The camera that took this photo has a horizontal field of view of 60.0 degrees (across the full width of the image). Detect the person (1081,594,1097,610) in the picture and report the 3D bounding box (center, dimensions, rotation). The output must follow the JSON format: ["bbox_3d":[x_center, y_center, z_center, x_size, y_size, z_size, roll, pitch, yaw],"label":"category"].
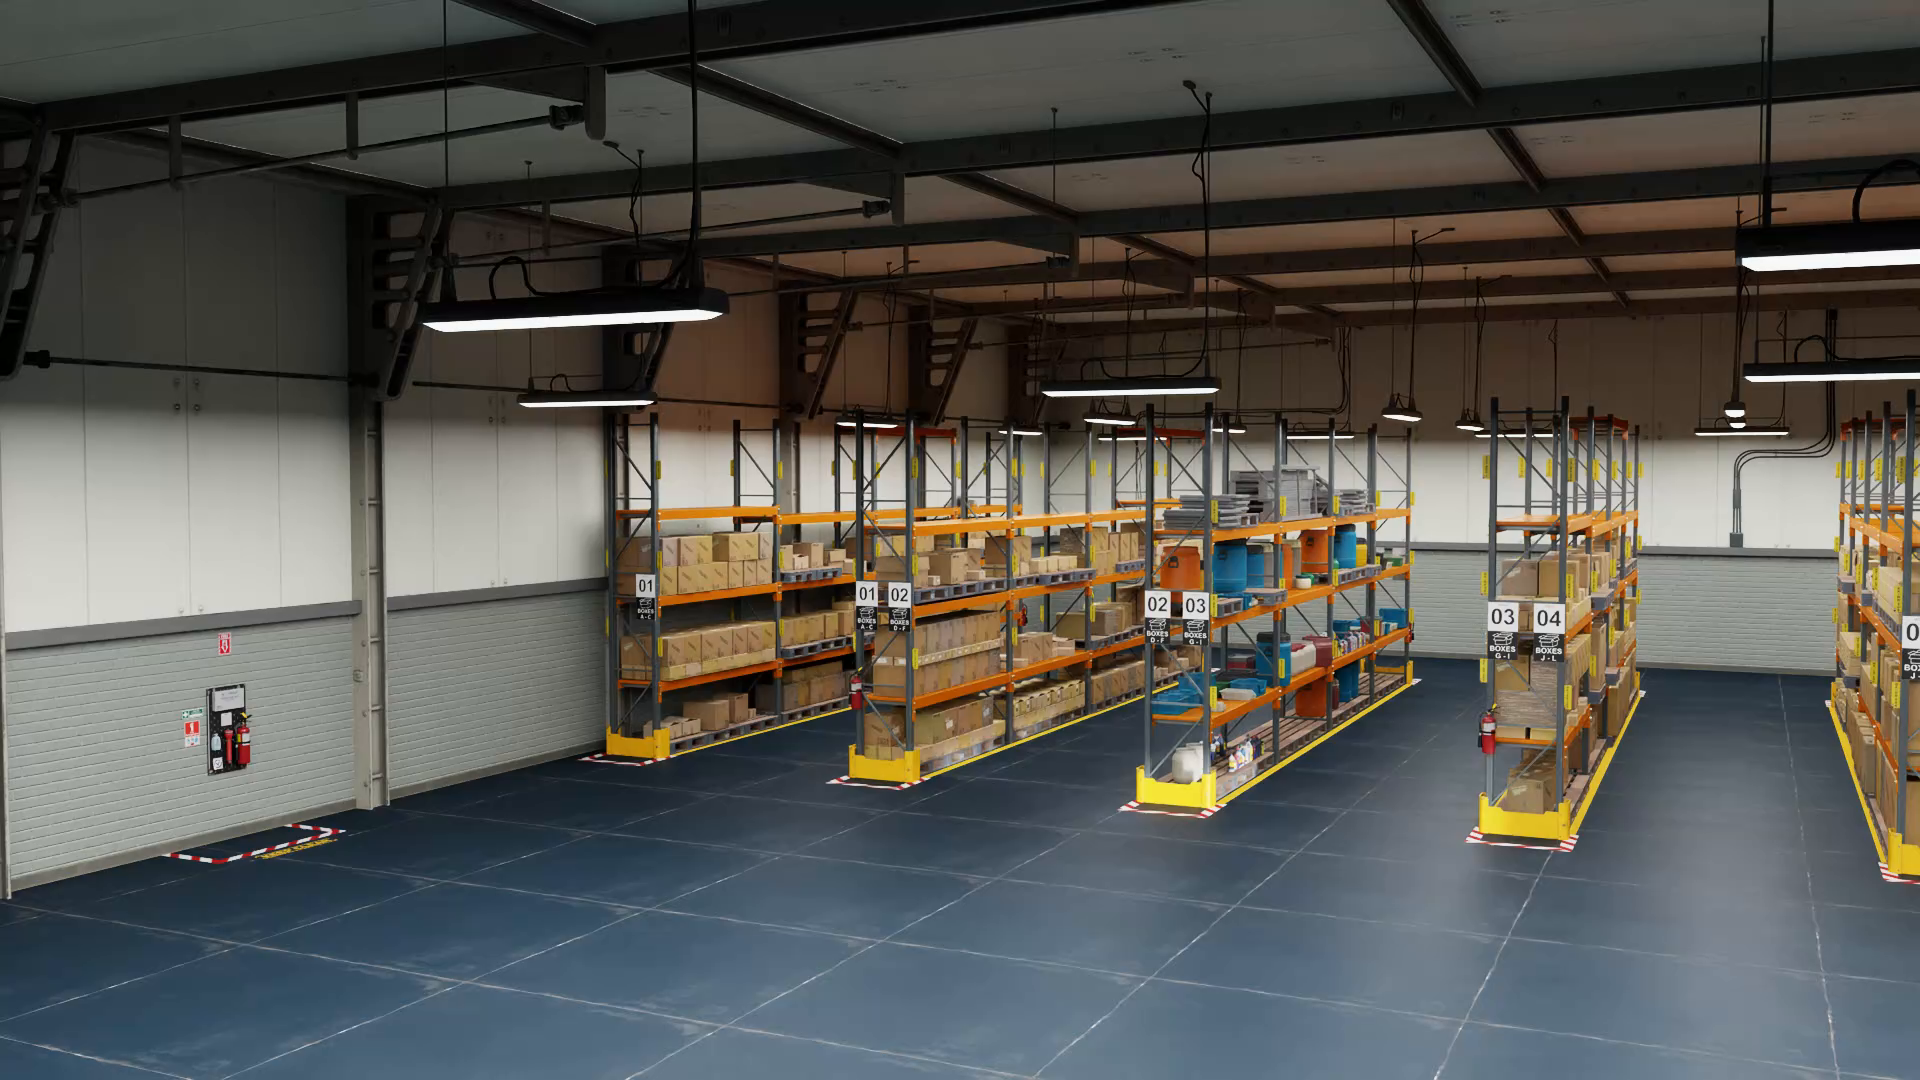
[{"bbox_3d":[3.434,2.275,44.322,0.567,1.715,1.079,1,3,19],"label":"person"}]
